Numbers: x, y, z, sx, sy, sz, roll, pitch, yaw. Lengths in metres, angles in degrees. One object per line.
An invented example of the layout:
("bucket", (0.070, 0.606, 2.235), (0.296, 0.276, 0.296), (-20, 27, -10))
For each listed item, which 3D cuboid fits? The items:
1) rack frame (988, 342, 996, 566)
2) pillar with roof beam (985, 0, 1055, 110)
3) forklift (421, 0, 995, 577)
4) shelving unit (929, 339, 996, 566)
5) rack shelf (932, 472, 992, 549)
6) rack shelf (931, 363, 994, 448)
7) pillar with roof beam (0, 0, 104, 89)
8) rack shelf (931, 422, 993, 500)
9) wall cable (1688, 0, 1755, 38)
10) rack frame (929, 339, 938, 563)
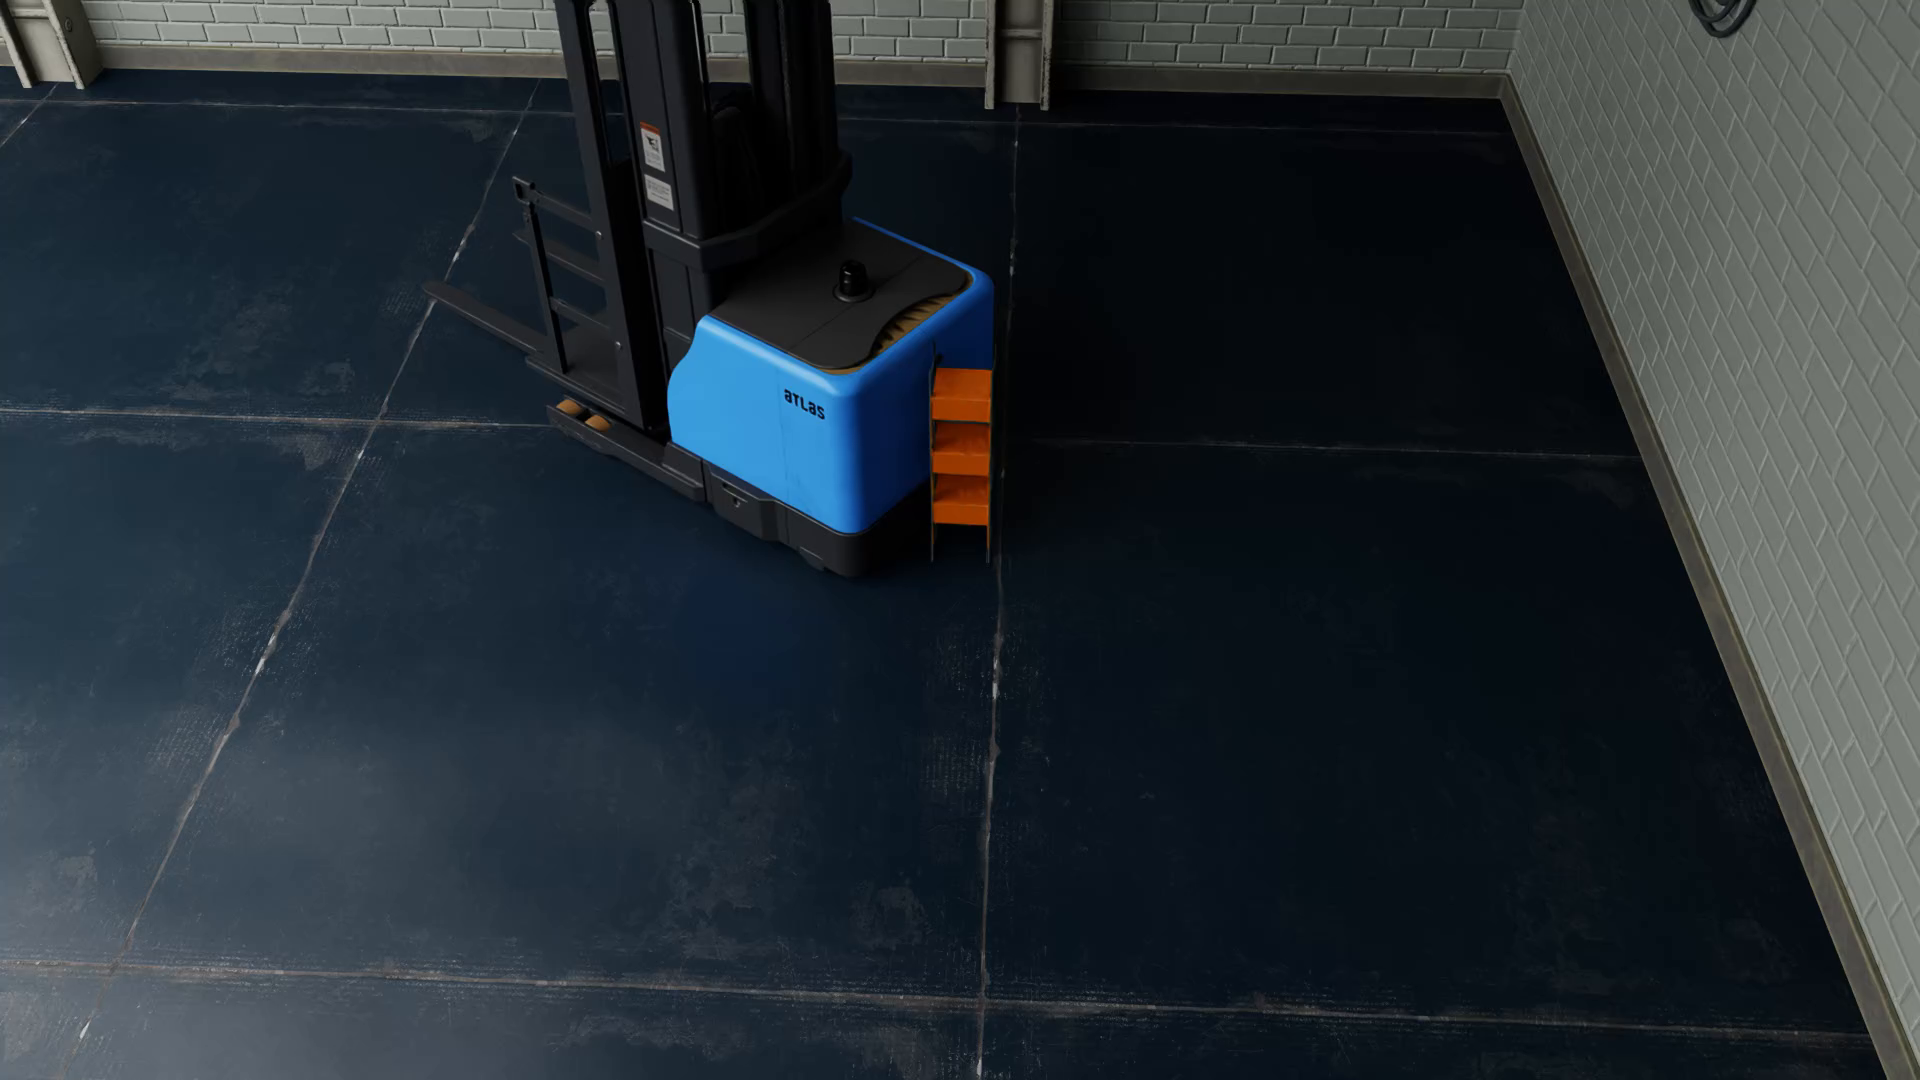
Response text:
("rack frame", (0.133, -0.339, 6.929), (0.008, 1.050, 0.200), (3, 43, 4))
("pillar with roof beam", (0.164, -3.096, 4.057), (0.400, 9.000, 9.100), (2, 43, 2))
("forklift", (-1.319, -1.745, 7.059), (3.031, 2.935, 1.130), (28, 50, 26))
("shelving unit", (0.011, -0.346, 6.936), (0.252, 1.050, 0.215), (3, 43, 4))
("rack shelf", (0.011, -0.135, 7.133), (0.240, 0.259, 0.215), (3, 43, 4))
("rack shelf", (0.011, -0.546, 6.750), (0.240, 0.259, 0.215), (3, 43, 4))
("pillar with roof beam", (-5.830, -3.280, 4.254), (0.400, 9.000, 9.100), (2, 43, 2))
("rack shelf", (0.011, -0.338, 6.944), (0.240, 0.259, 0.215), (3, 43, 4))
("wall cable", (3.241, -3.900, 7.198), (0.112, 2.526, 3.097), (2, 43, 2))
("rack frame", (-0.110, -0.353, 6.944), (0.008, 1.050, 0.200), (3, 43, 4))
